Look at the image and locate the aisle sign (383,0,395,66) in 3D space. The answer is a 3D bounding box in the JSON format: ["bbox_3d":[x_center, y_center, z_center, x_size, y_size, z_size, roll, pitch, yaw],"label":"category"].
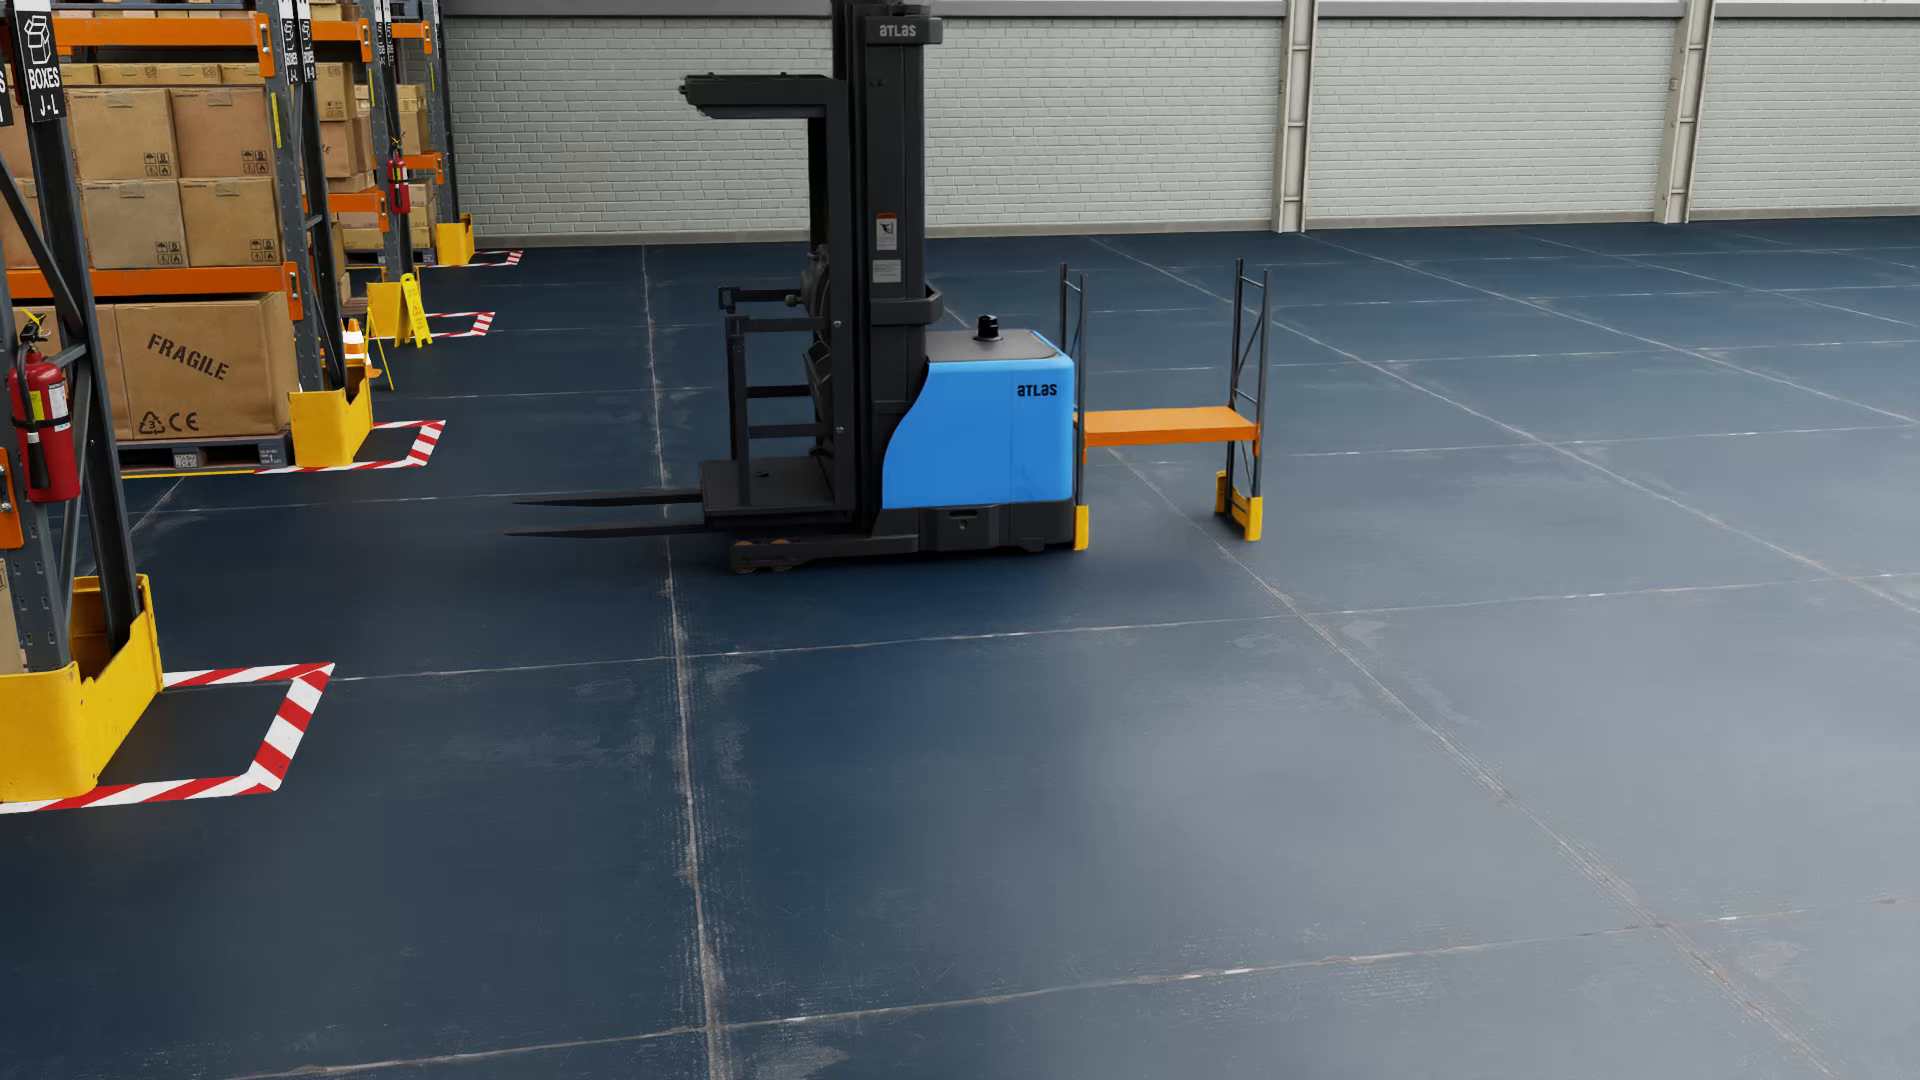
[{"bbox_3d":[-5.335,-4.832,15.507,0.004,0.787,0.394,-3,17,-10],"label":"aisle sign"}]

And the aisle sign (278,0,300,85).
[{"bbox_3d":[-4.173,-3.235,10.309,0.004,0.787,0.394,-3,17,-10],"label":"aisle sign"}]

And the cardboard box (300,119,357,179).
[{"bbox_3d":[-5.818,-3.577,15.171,0.500,0.500,0.500,-4,17,-11],"label":"cardboard box"}]

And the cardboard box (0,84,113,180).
[{"bbox_3d":[-5.769,-2.604,10.587,0.550,0.550,0.875,-3,17,-10],"label":"cardboard box"}]

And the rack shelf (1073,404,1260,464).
[{"bbox_3d":[1.115,-0.600,9.324,1.000,0.185,0.538,-3,17,-10],"label":"rack shelf"}]

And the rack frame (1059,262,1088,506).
[{"bbox_3d":[0.614,-0.746,9.187,0.032,1.500,0.500,-3,17,-10],"label":"rack frame"}]

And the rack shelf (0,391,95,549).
[{"bbox_3d":[-5.421,-0.184,6.029,4.000,0.370,1.077,-3,17,-10],"label":"rack shelf"}]

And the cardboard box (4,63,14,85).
[{"bbox_3d":[-8.286,-3.926,14.605,0.500,0.500,0.700,-3,17,-10],"label":"cardboard box"}]

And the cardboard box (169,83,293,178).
[{"bbox_3d":[-4.671,-2.654,10.748,0.550,0.550,0.875,-3,17,-10],"label":"cardboard box"}]

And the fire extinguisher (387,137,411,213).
[{"bbox_3d":[-5.138,-3.333,15.186,0.183,0.674,0.296,-3,17,-10],"label":"fire extinguisher"}]

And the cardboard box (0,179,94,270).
[{"bbox_3d":[-5.764,-2.081,10.723,0.550,0.550,0.875,-3,17,-10],"label":"cardboard box"}]

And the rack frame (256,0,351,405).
[{"bbox_3d":[-4.299,-2.075,10.959,0.127,3.000,1.000,-3,17,-10],"label":"rack frame"}]

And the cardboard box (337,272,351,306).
[{"bbox_3d":[-6.182,-2.418,16.042,0.500,0.250,0.500,-3,17,-11],"label":"cardboard box"}]

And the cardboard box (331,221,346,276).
[{"bbox_3d":[-6.205,-2.775,15.927,0.500,0.500,0.500,-4,17,-12],"label":"cardboard box"}]

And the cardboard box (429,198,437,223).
[{"bbox_3d":[-6.784,-4.086,20.623,0.500,0.250,0.500,-3,17,-9],"label":"cardboard box"}]

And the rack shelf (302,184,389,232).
[{"bbox_3d":[-7.301,-3.041,15.330,4.000,0.370,1.077,-3,17,-10],"label":"rack shelf"}]

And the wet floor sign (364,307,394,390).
[{"bbox_3d":[-4.646,-1.522,13.169,0.232,0.644,0.267,-6,18,-20],"label":"wet floor sign"}]

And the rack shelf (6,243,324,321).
[{"bbox_3d":[-6.263,-1.620,10.702,4.000,0.370,1.077,-3,17,-10],"label":"rack shelf"}]

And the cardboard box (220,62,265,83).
[{"bbox_3d":[-6.296,-4.047,14.999,0.500,0.500,0.700,-3,17,-10],"label":"cardboard box"}]

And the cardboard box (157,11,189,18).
[{"bbox_3d":[-6.897,-4.647,14.650,0.250,0.149,0.380,-4,17,-12],"label":"cardboard box"}]

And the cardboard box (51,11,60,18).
[{"bbox_3d":[-7.904,-4.592,14.474,0.250,0.149,0.380,-4,17,-12],"label":"cardboard box"}]

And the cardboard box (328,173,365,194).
[{"bbox_3d":[-5.664,-3.294,15.355,0.250,0.149,0.380,-3,17,-9],"label":"cardboard box"}]

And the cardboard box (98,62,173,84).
[{"bbox_3d":[-7.293,-4.001,14.850,0.500,0.500,0.700,-3,17,-11],"label":"cardboard box"}]

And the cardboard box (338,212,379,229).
[{"bbox_3d":[-7.196,-3.910,20.051,0.500,0.250,0.500,-3,17,-11],"label":"cardboard box"}]

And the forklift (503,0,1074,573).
[{"bbox_3d":[-0.946,-1.394,8.857,3.031,2.935,1.130,-3,17,-10],"label":"forklift"}]

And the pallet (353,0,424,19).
[{"bbox_3d":[-6.982,-6.287,19.714,1.213,0.211,1.003,-3,17,-10],"label":"pallet"}]

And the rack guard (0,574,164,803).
[{"bbox_3d":[-3.532,0.559,6.639,0.348,0.500,1.175,-3,17,-10],"label":"rack guard"}]

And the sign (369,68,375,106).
[{"bbox_3d":[-5.252,-4.040,14.846,0.005,0.325,0.100,-3,17,-10],"label":"sign"}]

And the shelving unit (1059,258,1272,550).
[{"bbox_3d":[1.106,-0.772,9.270,1.083,1.500,0.587,-3,17,-10],"label":"shelving unit"}]

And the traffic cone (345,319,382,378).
[{"bbox_3d":[-4.970,-1.587,13.690,0.334,0.463,0.336,-3,17,-10],"label":"traffic cone"}]

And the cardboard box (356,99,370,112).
[{"bbox_3d":[-7.082,-5.165,19.745,0.250,0.149,0.380,-3,17,-9],"label":"cardboard box"}]

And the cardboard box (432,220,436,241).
[{"bbox_3d":[-6.802,-3.843,20.681,0.500,0.250,0.500,-3,17,-10],"label":"cardboard box"}]

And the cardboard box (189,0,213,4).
[{"bbox_3d":[-6.791,-4.837,14.590,0.500,0.250,0.500,-3,17,-9],"label":"cardboard box"}]

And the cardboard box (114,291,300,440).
[{"bbox_3d":[-4.952,-1.203,11.025,0.875,0.875,0.875,-3,17,-10],"label":"cardboard box"}]

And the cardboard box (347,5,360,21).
[{"bbox_3d":[-5.725,-4.885,15.428,0.250,0.149,0.380,-3,17,-10],"label":"cardboard box"}]

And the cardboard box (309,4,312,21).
[{"bbox_3d":[-5.873,-4.687,14.780,0.250,0.149,0.380,-3,17,-10],"label":"cardboard box"}]

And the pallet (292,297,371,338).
[{"bbox_3d":[-6.216,-2.124,15.868,1.213,0.211,1.003,-3,17,-10],"label":"pallet"}]

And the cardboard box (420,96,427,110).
[{"bbox_3d":[-6.665,-5.341,20.317,0.250,0.149,0.380,-4,17,-12],"label":"cardboard box"}]

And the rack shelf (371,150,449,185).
[{"bbox_3d":[-8.246,-4.472,19.988,4.000,0.370,1.077,-3,17,-10],"label":"rack shelf"}]

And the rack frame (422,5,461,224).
[{"bbox_3d":[-6.283,-4.927,20.245,0.127,3.000,1.000,-3,17,-10],"label":"rack frame"}]

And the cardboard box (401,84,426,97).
[{"bbox_3d":[-6.653,-5.470,20.231,0.250,0.149,0.380,-4,17,-12],"label":"cardboard box"}]

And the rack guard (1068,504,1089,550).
[{"bbox_3d":[0.615,-0.149,9.371,0.087,0.250,0.587,-3,17,-10],"label":"rack guard"}]

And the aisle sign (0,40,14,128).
[{"bbox_3d":[-3.340,-1.799,5.634,0.004,0.787,0.394,-3,17,-10],"label":"aisle sign"}]

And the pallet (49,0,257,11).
[{"bbox_3d":[-5.025,-3.422,10.388,1.213,0.211,1.003,-3,17,-10],"label":"pallet"}]

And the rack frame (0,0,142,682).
[{"bbox_3d":[-3.457,-0.640,6.286,0.127,3.000,1.000,-3,17,-10],"label":"rack frame"}]

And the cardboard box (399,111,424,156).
[{"bbox_3d":[-6.716,-4.872,19.895,0.500,0.500,0.500,-4,17,-12],"label":"cardboard box"}]

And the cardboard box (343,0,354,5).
[{"bbox_3d":[-5.882,-5.050,15.284,0.500,0.250,0.500,-4,17,-11],"label":"cardboard box"}]

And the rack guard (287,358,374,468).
[{"bbox_3d":[-4.276,-0.882,11.331,0.348,0.500,1.175,-3,17,-10],"label":"rack guard"}]

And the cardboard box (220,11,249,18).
[{"bbox_3d":[-6.401,-4.687,14.781,0.250,0.149,0.380,-3,17,-10],"label":"cardboard box"}]

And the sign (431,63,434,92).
[{"bbox_3d":[-6.193,-5.437,19.528,0.005,0.325,0.100,-3,17,-10],"label":"sign"}]

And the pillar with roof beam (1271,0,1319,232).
[{"bbox_3d":[5.461,-7.443,18.219,0.400,9.000,9.100,-3,17,-10],"label":"pillar with roof beam"}]

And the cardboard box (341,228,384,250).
[{"bbox_3d":[-7.174,-3.671,20.124,0.500,0.250,0.500,-3,17,-10],"label":"cardboard box"}]

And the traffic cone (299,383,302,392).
[{"bbox_3d":[-5.090,-1.242,12.568,0.334,0.463,0.336,-3,17,-10],"label":"traffic cone"}]

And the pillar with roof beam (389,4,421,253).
[{"bbox_3d":[-6.321,-6.775,16.043,0.400,9.000,9.100,-3,17,-10],"label":"pillar with roof beam"}]

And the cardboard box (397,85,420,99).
[{"bbox_3d":[-6.594,-5.347,19.829,0.250,0.149,0.380,-3,17,-10],"label":"cardboard box"}]

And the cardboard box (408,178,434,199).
[{"bbox_3d":[-6.790,-4.319,20.531,0.500,0.250,0.500,-4,17,-11],"label":"cardboard box"}]

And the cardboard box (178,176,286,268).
[{"bbox_3d":[-4.655,-2.113,10.827,0.550,0.550,0.875,-3,17,-10],"label":"cardboard box"}]

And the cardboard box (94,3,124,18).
[{"bbox_3d":[-7.395,-4.620,14.564,0.250,0.149,0.380,-3,17,-10],"label":"cardboard box"}]

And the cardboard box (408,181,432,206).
[{"bbox_3d":[-6.676,-4.176,20.064,0.500,0.250,0.500,-3,17,-9],"label":"cardboard box"}]
